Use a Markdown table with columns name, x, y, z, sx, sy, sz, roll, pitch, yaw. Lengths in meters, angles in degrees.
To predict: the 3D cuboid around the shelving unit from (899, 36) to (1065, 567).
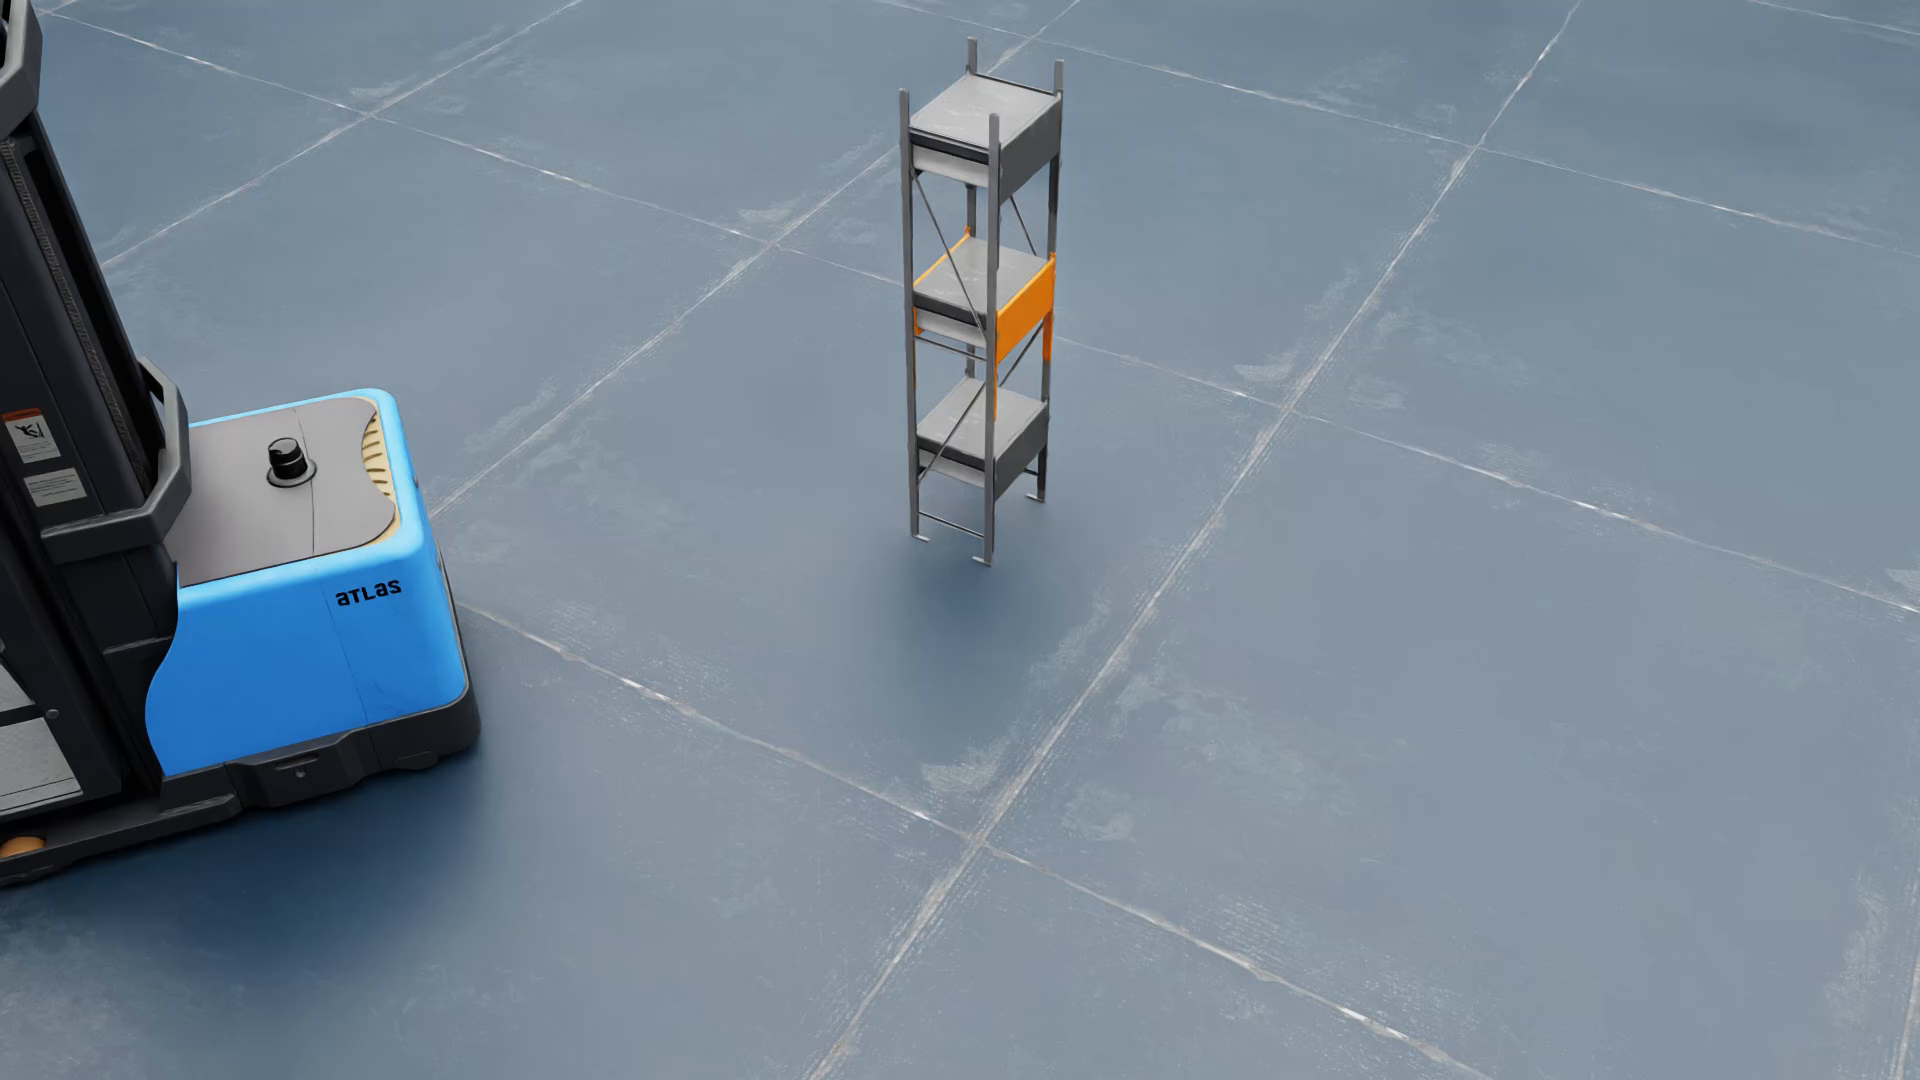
| name | x | y | z | sx | sy | sz | roll | pitch | yaw |
| --- | --- | --- | --- | --- | --- | --- | --- | --- | --- |
| shelving unit | 0.083 | -0.883 | 6.664 | 0.431 | 2.100 | 0.503 | 21 | 45 | 22 |

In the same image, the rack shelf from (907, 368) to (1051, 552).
| name | x | y | z | sx | sy | sz | roll | pitch | yaw |
| --- | --- | --- | --- | --- | --- | --- | --- | --- | --- |
| rack shelf | 0.083 | -0.347 | 7.135 | 0.431 | 0.518 | 0.480 | 21 | 45 | 22 |

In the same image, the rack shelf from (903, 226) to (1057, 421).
| name | x | y | z | sx | sy | sz | roll | pitch | yaw |
| --- | --- | --- | --- | --- | --- | --- | --- | --- | --- |
| rack shelf | 0.083 | -0.872 | 6.673 | 0.431 | 0.518 | 0.480 | 21 | 45 | 22 |

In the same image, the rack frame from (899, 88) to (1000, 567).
| name | x | y | z | sx | sy | sz | roll | pitch | yaw |
| --- | --- | --- | --- | --- | --- | --- | --- | --- | --- |
| rack frame | -0.039 | -0.743 | 6.505 | 0.400 | 2.100 | 0.015 | 21 | 45 | 22 |

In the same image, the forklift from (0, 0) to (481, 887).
| name | x | y | z | sx | sy | sz | roll | pitch | yaw |
| --- | --- | --- | --- | --- | --- | --- | --- | --- | --- |
| forklift | -3.391 | -0.244 | 5.309 | 3.031 | 2.935 | 1.130 | -14 | 43 | -16 |

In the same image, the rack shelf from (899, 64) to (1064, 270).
| name | x | y | z | sx | sy | sz | roll | pitch | yaw |
| --- | --- | --- | --- | --- | --- | --- | --- | --- | --- |
| rack shelf | 0.083 | -1.398 | 6.210 | 0.431 | 0.518 | 0.480 | 21 | 45 | 22 |

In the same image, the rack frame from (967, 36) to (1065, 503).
| name | x | y | z | sx | sy | sz | roll | pitch | yaw |
| --- | --- | --- | --- | --- | --- | --- | --- | --- | --- |
| rack frame | 0.205 | -1.022 | 6.822 | 0.400 | 2.100 | 0.015 | 21 | 45 | 22 |
